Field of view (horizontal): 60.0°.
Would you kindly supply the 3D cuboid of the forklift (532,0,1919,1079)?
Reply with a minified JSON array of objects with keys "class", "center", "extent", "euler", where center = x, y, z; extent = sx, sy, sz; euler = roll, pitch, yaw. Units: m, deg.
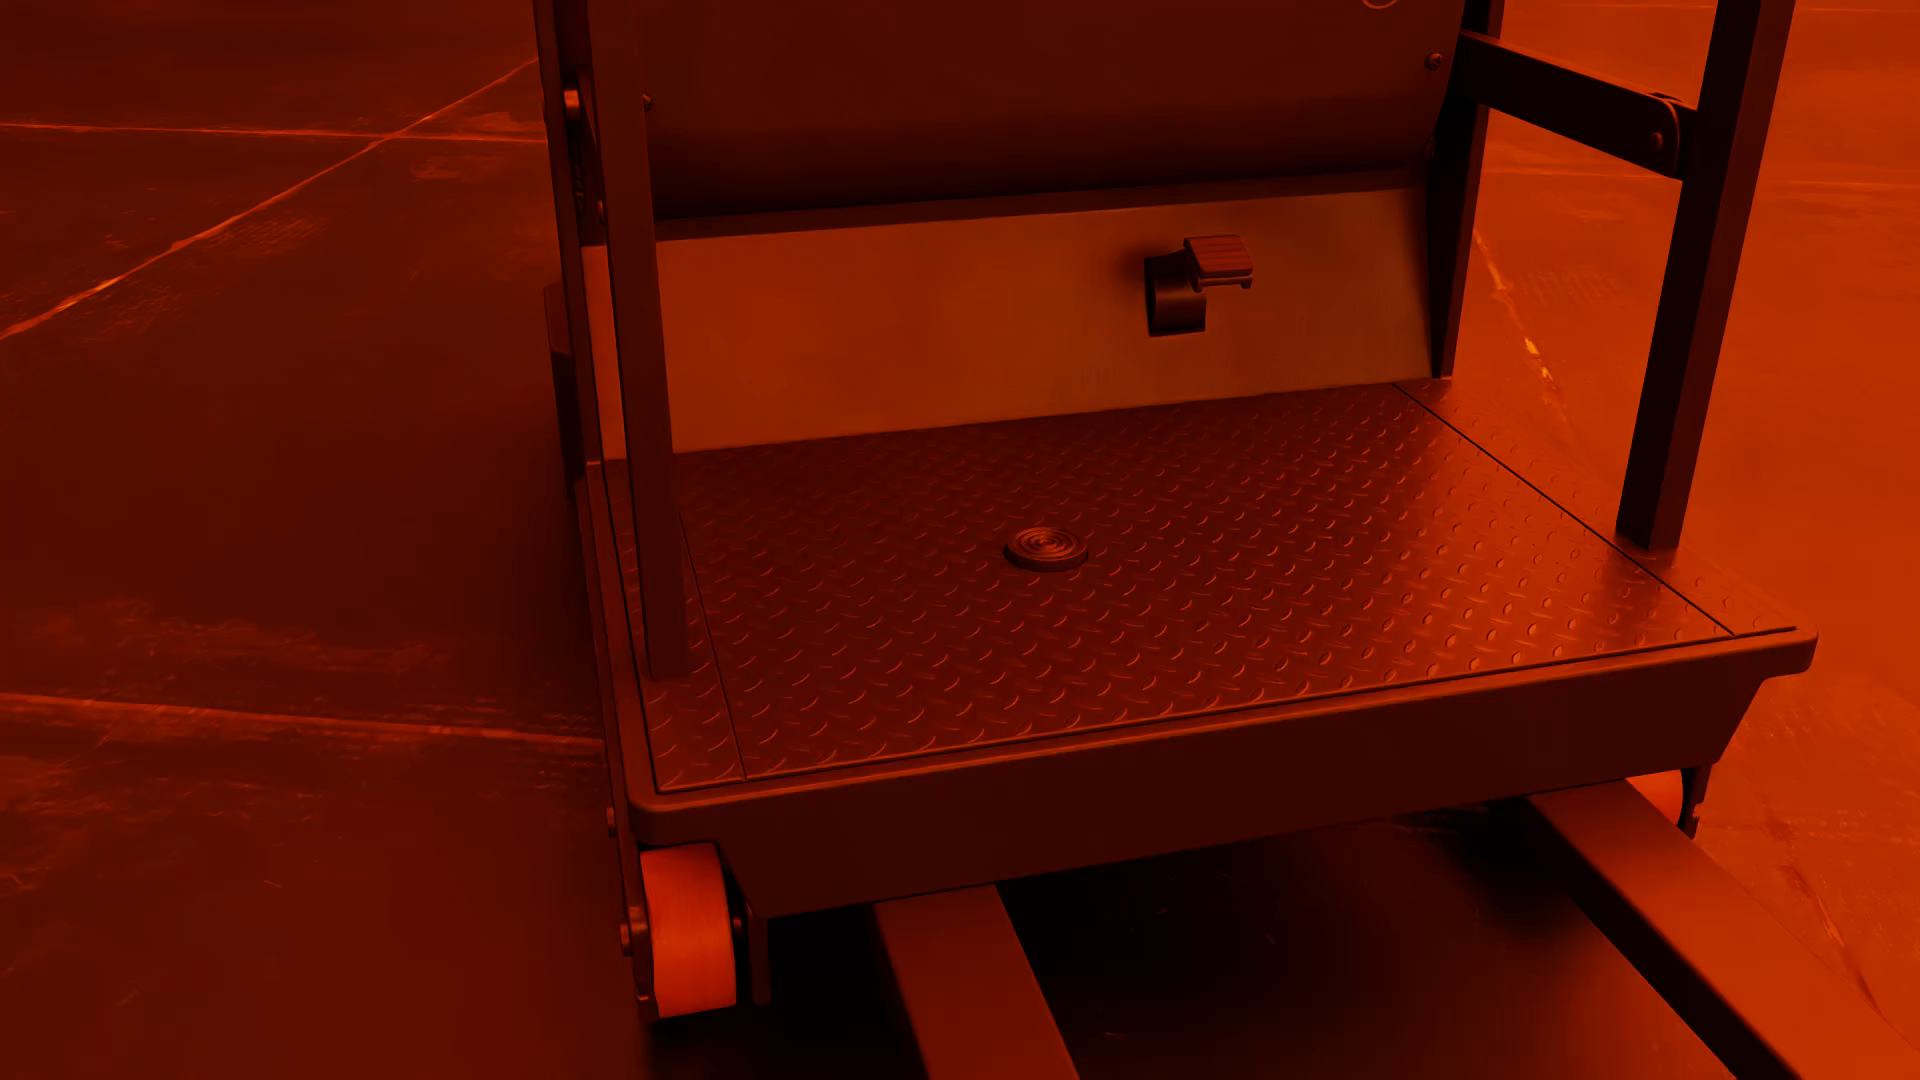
[{"class":"forklift","center":[0.153,-1.049,1.319],"extent":[1.130,2.935,3.031],"euler":[-7,27,-13]}]
